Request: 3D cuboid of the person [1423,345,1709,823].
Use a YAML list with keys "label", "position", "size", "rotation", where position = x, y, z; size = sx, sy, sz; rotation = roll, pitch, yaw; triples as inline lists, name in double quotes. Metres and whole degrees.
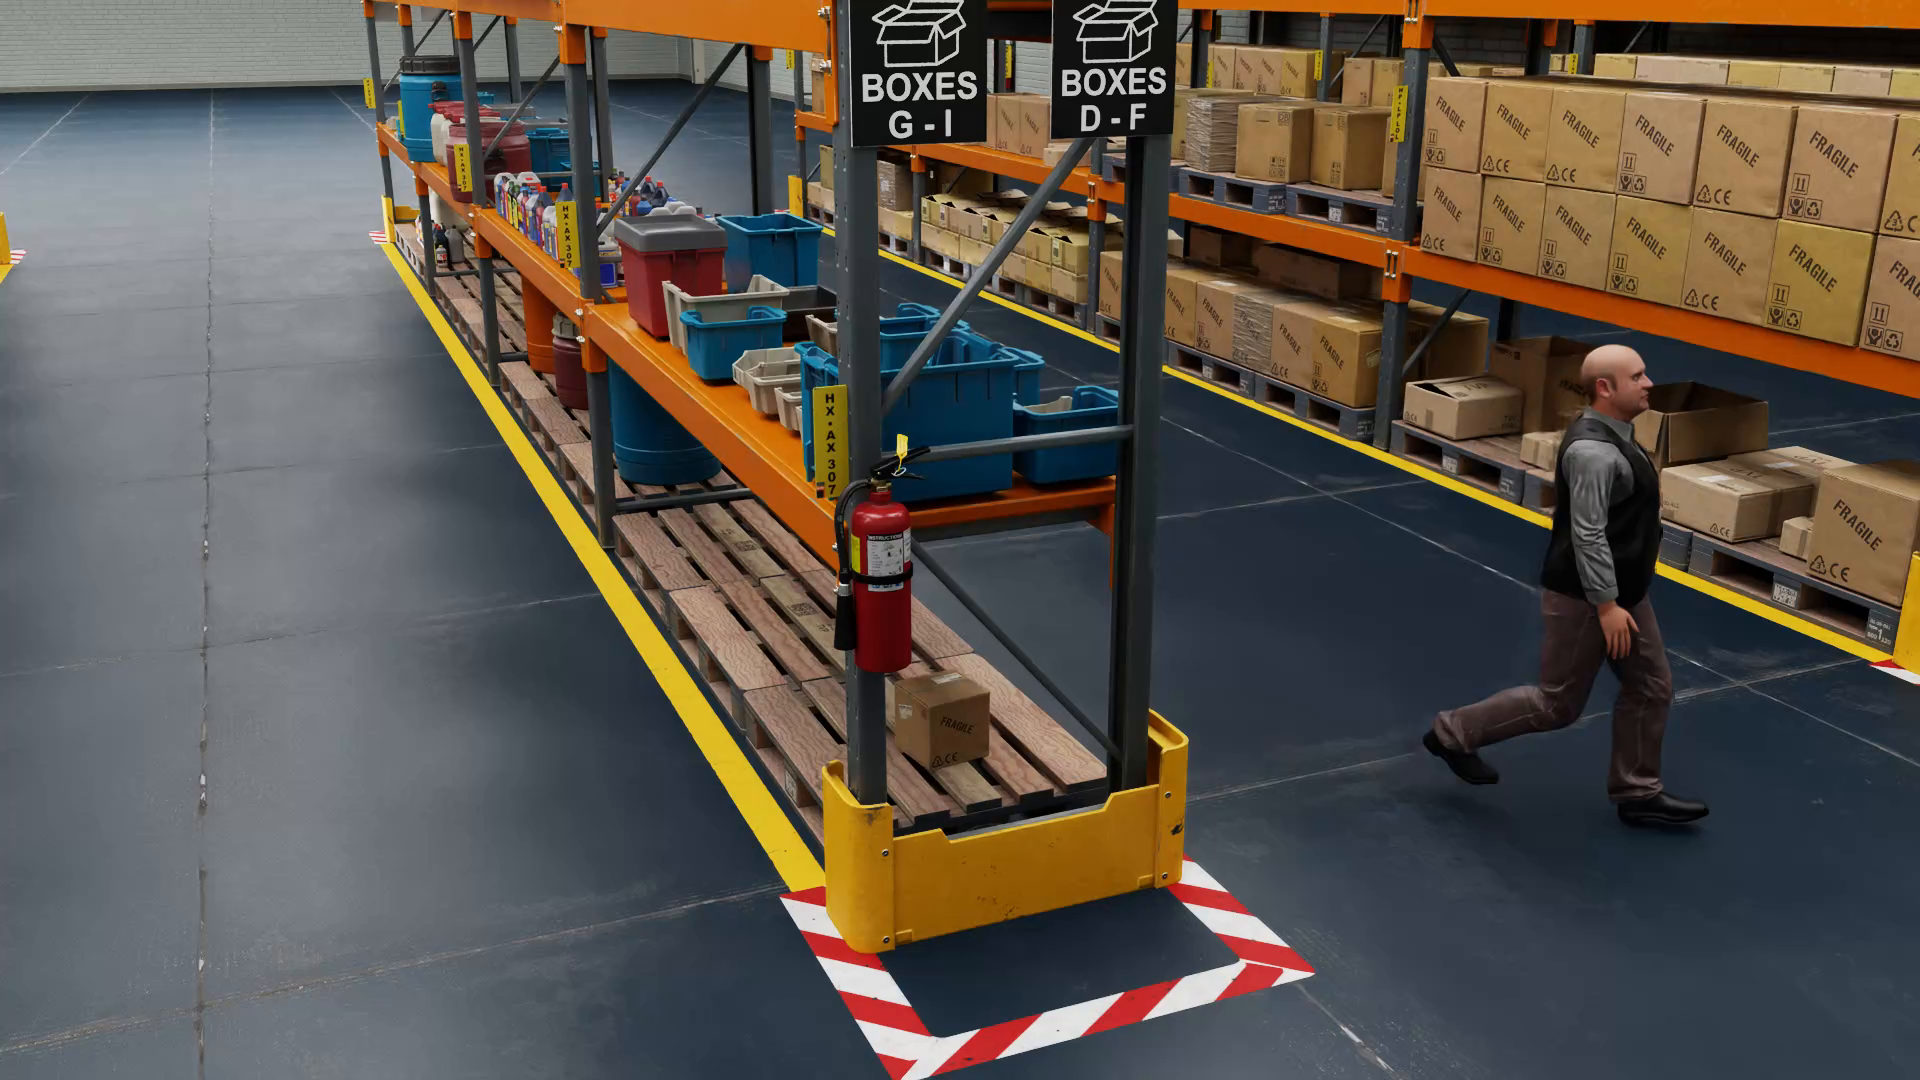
- label: "person"
  position: [2.139, 0.208, 5.696]
  size: [0.963, 1.607, 0.561]
  rotation: [10, 21, 28]
